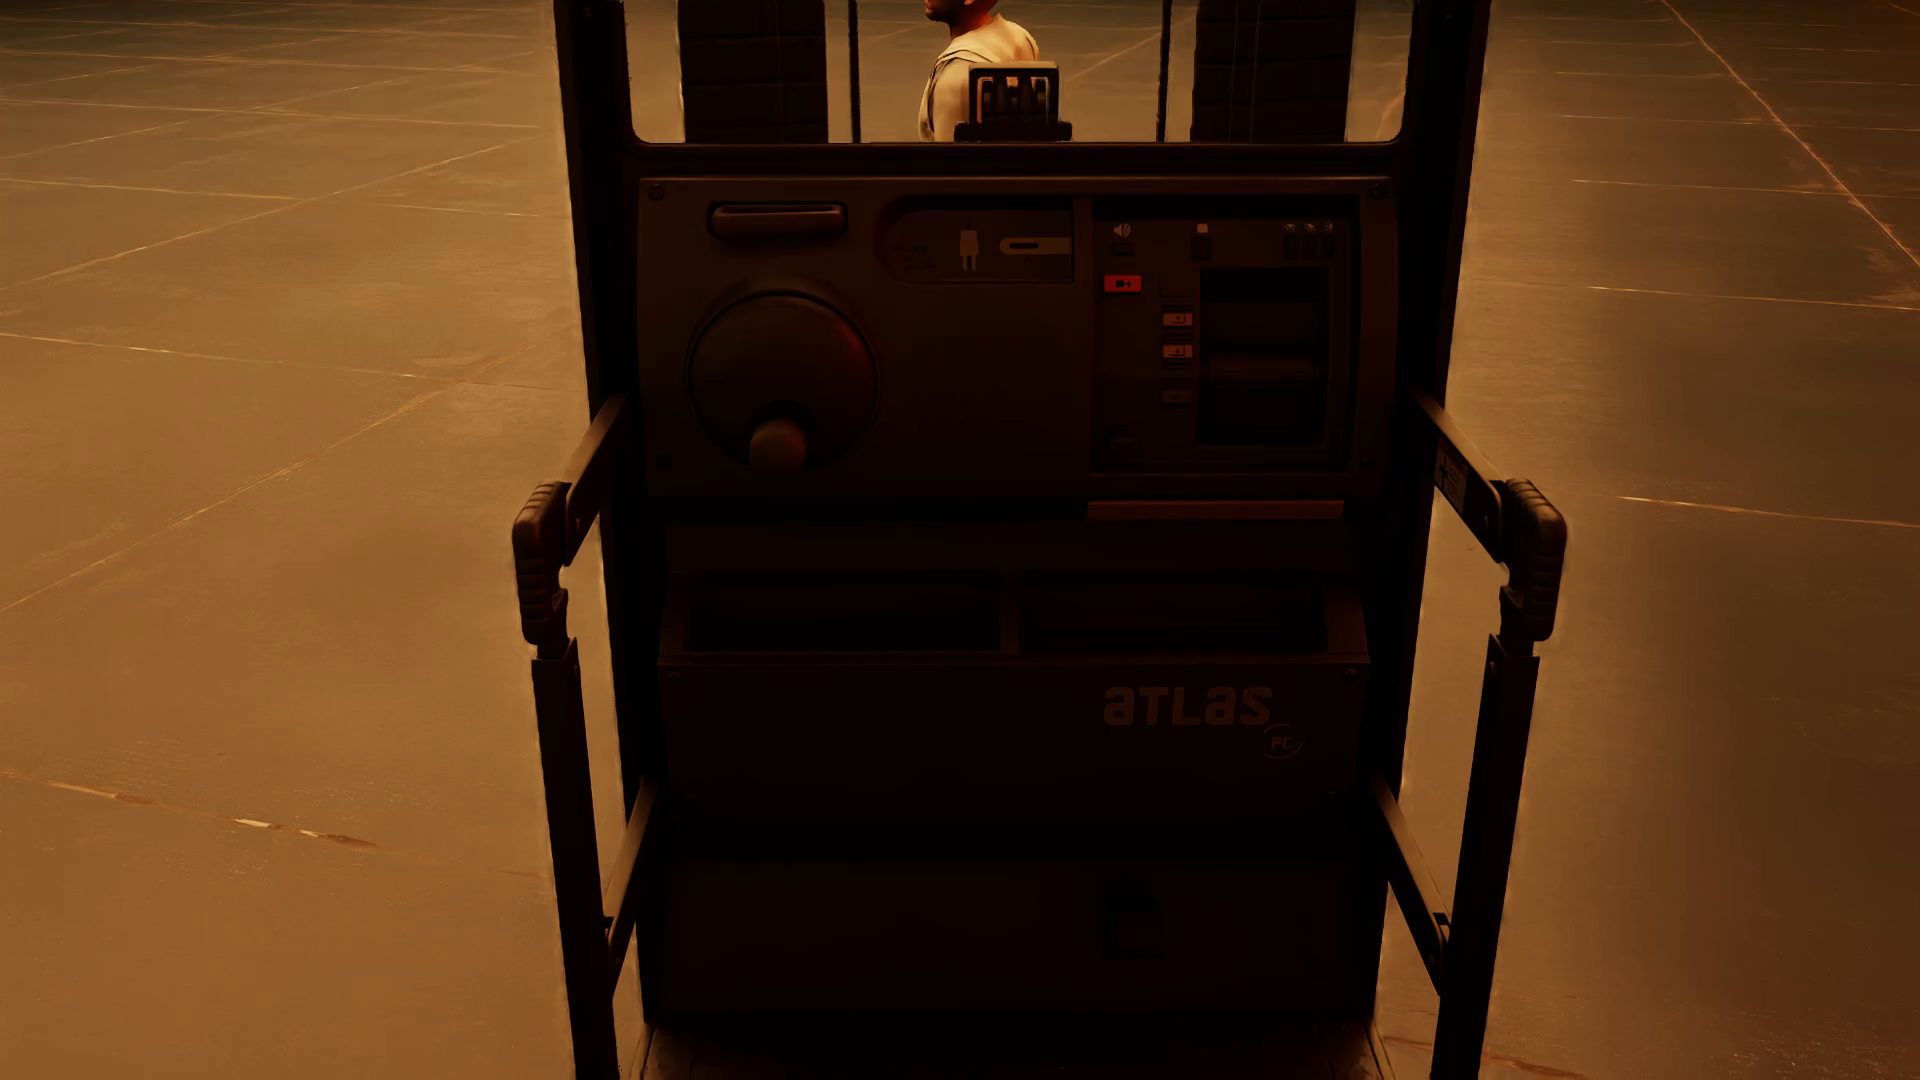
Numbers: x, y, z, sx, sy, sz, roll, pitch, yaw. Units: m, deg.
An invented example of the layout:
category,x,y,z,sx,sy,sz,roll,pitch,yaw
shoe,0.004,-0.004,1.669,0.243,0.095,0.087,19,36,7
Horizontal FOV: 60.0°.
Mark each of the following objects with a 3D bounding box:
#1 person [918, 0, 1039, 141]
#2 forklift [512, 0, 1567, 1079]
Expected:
category,x,y,z,sx,sy,sz,roll,pitch,yaw
person,-0.073,-0.847,4.809,0.564,1.787,0.638,7,23,16
forklift,0.074,-0.237,1.853,1.130,2.935,3.031,0,22,0
